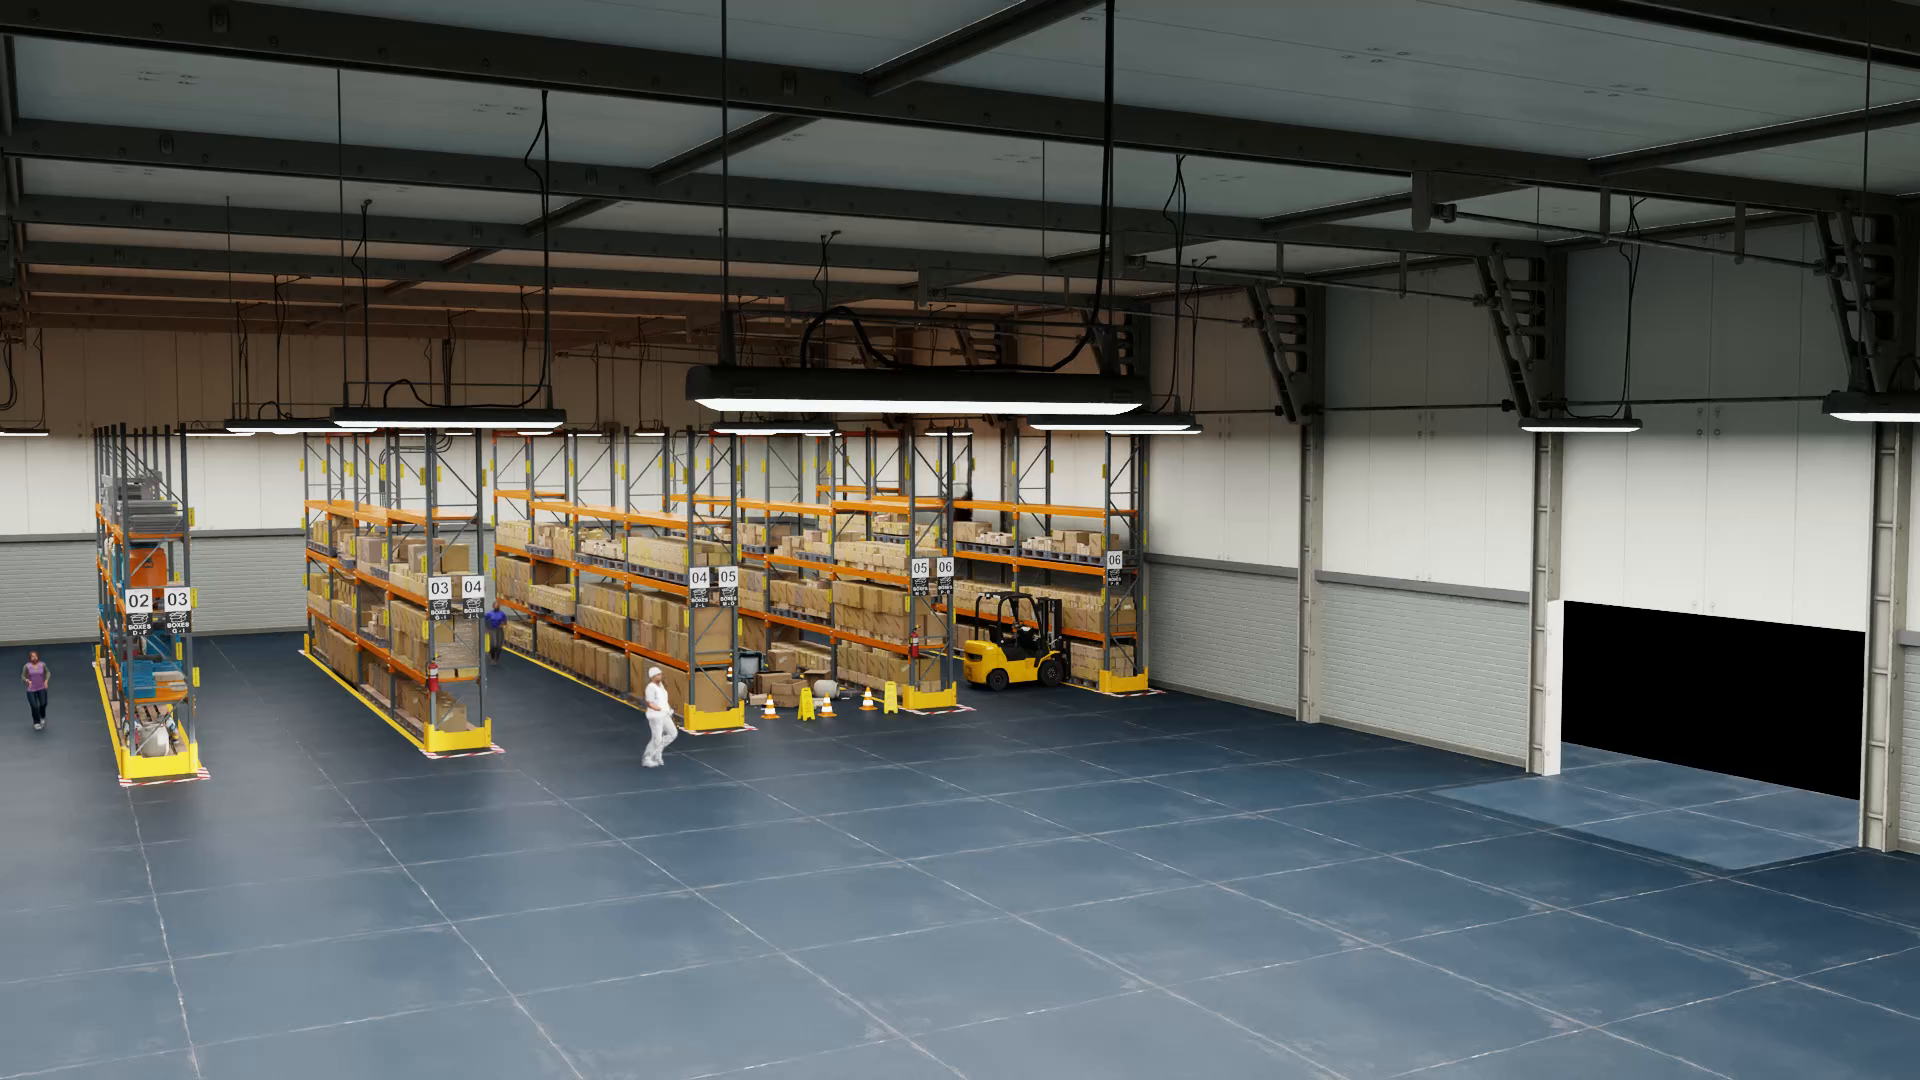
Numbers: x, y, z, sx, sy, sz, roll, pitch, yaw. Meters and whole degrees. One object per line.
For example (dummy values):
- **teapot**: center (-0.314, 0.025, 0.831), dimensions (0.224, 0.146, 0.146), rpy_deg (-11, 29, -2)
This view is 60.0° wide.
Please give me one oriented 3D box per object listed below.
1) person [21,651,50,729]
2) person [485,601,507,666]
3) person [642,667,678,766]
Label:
- **person**: center (-18.119, 2.952, 32.634), dimensions (0.508, 1.558, 0.586), rpy_deg (-2, 4, -33)
- **person**: center (-11.682, 2.363, 41.905), dimensions (0.555, 1.642, 0.652), rpy_deg (-2, 4, -31)
- **person**: center (-5.256, 3.078, 29.052), dimensions (0.614, 1.740, 0.686), rpy_deg (1, 4, 9)
